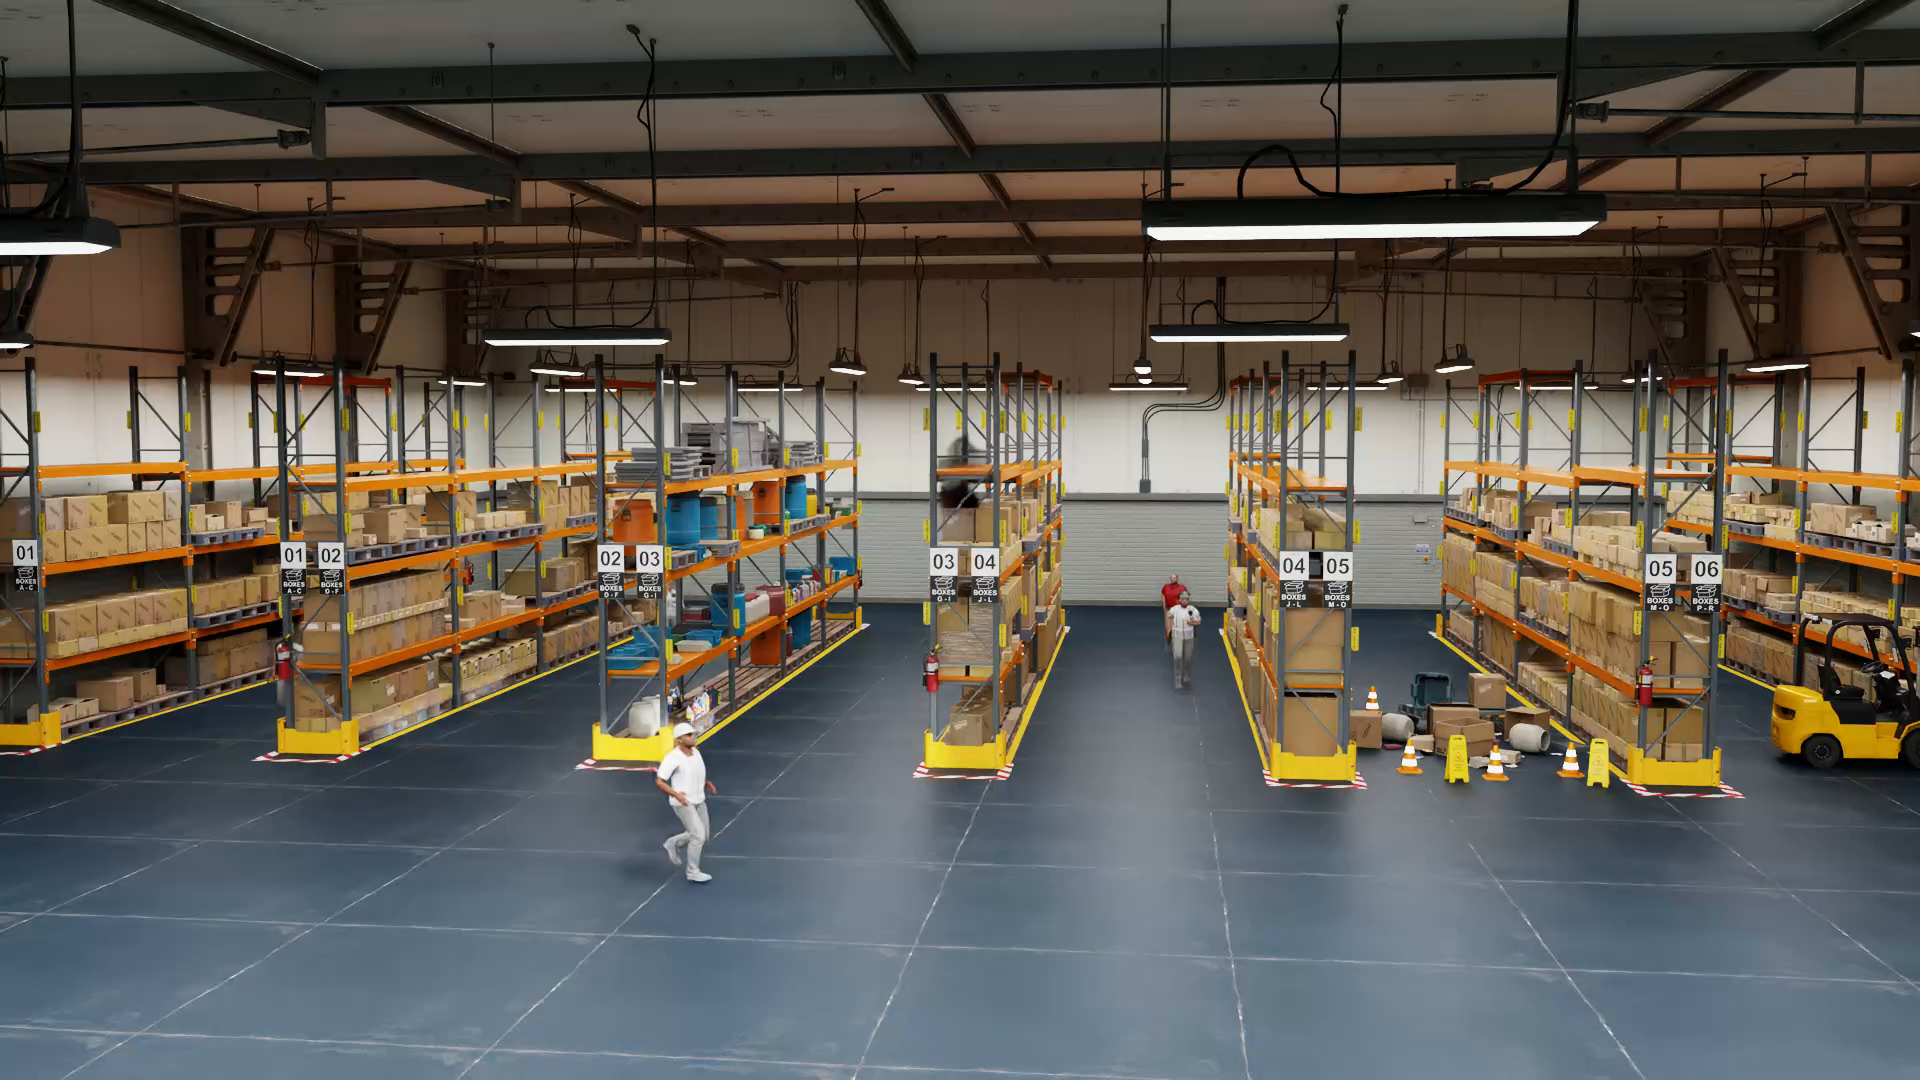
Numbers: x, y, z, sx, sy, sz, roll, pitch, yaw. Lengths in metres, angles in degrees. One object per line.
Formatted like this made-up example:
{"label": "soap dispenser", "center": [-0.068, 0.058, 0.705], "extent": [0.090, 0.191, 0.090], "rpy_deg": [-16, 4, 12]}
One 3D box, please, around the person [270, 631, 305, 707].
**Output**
{"label": "person", "center": [-11.030, 2.265, 27.439], "extent": [0.593, 1.619, 0.586], "rpy_deg": [0, 4, -2]}

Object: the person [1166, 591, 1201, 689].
{"label": "person", "center": [4.245, 1.886, 31.573], "extent": [0.640, 1.828, 0.819], "rpy_deg": [0, 4, 3]}

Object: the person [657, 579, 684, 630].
{"label": "person", "center": [-6.168, 1.662, 35.367], "extent": [0.593, 1.745, 0.699], "rpy_deg": [0, 4, -2]}

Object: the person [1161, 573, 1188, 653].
{"label": "person", "center": [4.664, 1.613, 36.145], "extent": [0.626, 1.783, 0.747], "rpy_deg": [1, 4, 12]}

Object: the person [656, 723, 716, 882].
{"label": "person", "center": [-3.011, 2.857, 18.191], "extent": [0.696, 1.720, 0.704], "rpy_deg": [2, 5, 28]}
